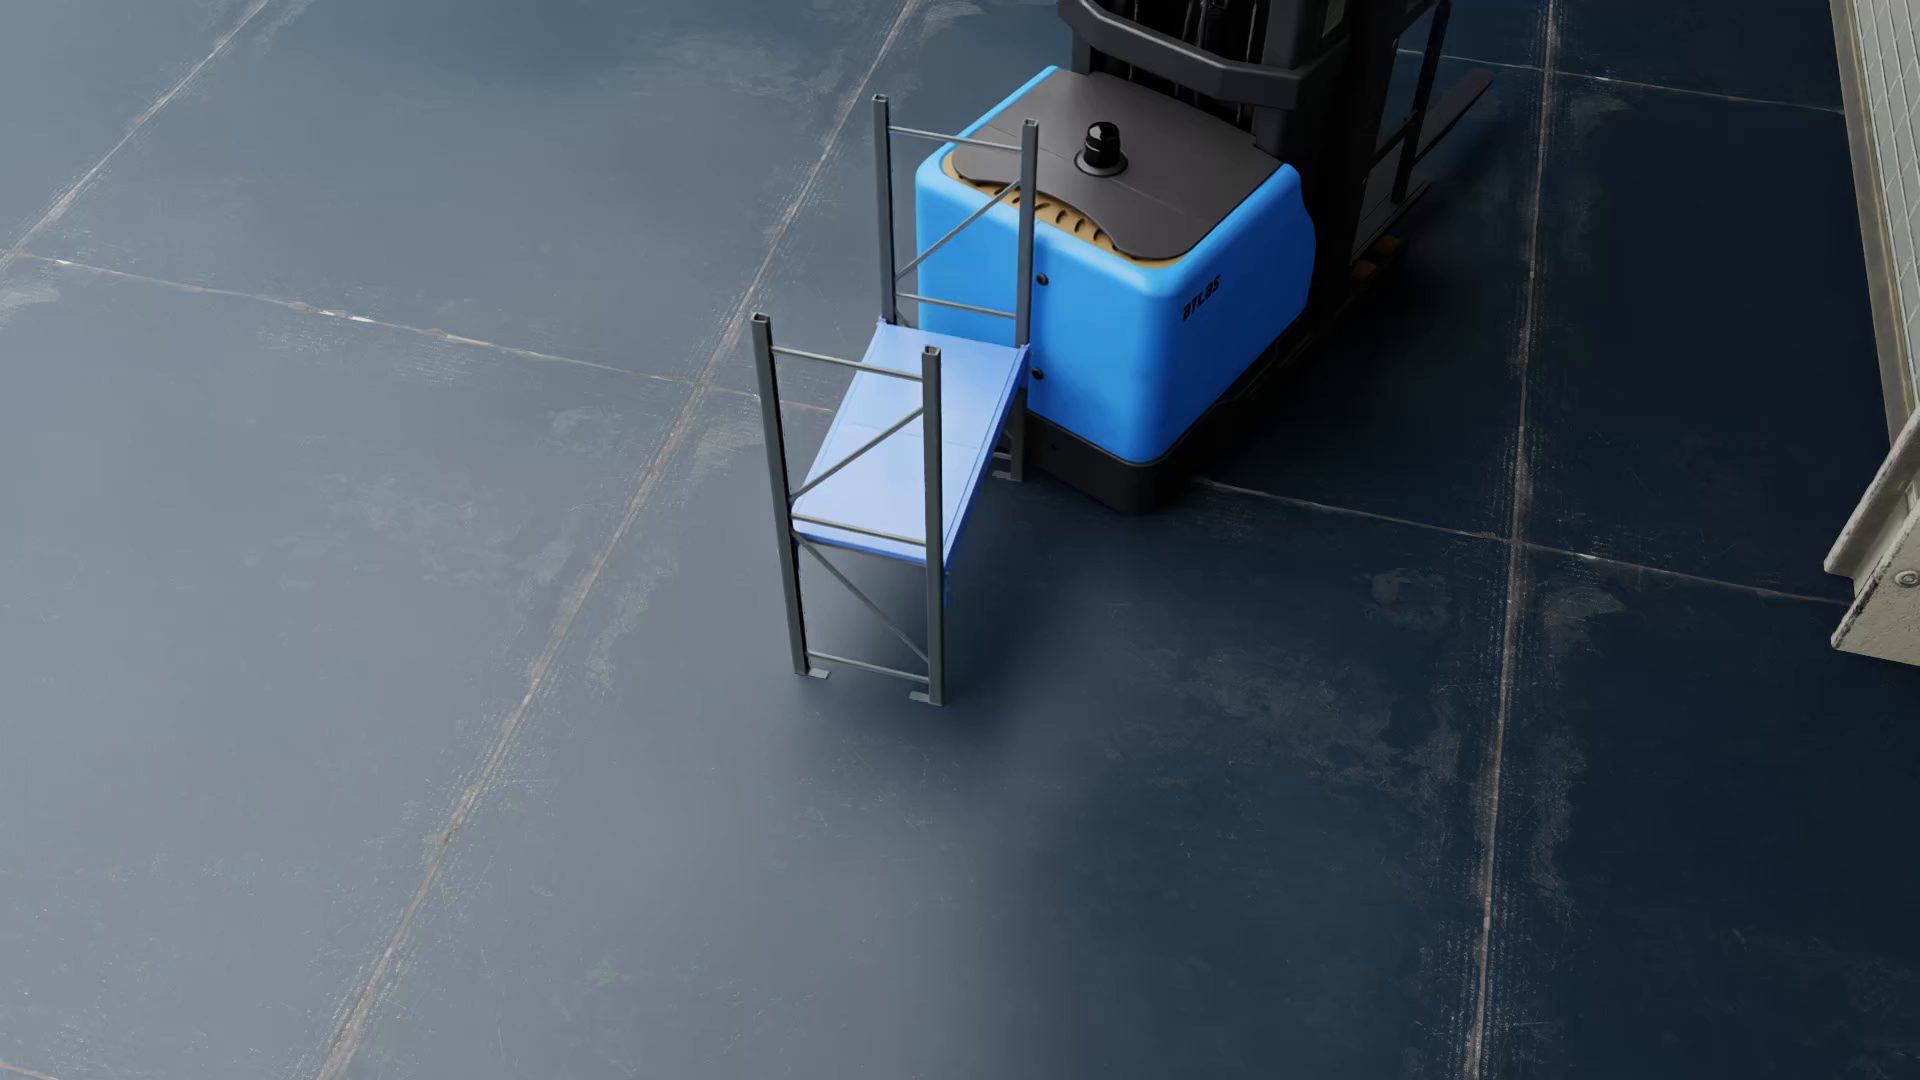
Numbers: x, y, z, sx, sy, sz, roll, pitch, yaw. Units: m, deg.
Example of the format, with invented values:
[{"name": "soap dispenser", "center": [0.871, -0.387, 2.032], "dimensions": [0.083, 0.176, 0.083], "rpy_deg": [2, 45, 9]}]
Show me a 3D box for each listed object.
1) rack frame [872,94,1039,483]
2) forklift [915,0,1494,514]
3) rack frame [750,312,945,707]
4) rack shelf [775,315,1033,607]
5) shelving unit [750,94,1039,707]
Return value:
[{"name": "rack frame", "center": [-0.016, -0.760, 5.421], "dimensions": [0.500, 1.500, 0.032], "rpy_deg": [12, 50, 10]}, {"name": "forklift", "center": [1.138, -2.116, 5.662], "dimensions": [1.130, 2.935, 3.031], "rpy_deg": [30, 55, 24]}, {"name": "rack frame", "center": [-0.292, -0.027, 4.773], "dimensions": [0.500, 1.500, 0.032], "rpy_deg": [12, 50, 10]}, {"name": "rack shelf", "center": [-0.154, -0.274, 5.232], "dimensions": [0.538, 0.185, 1.000], "rpy_deg": [12, 50, 10]}, {"name": "shelving unit", "center": [-0.154, -0.393, 5.097], "dimensions": [0.538, 1.500, 1.048], "rpy_deg": [12, 50, 10]}]
